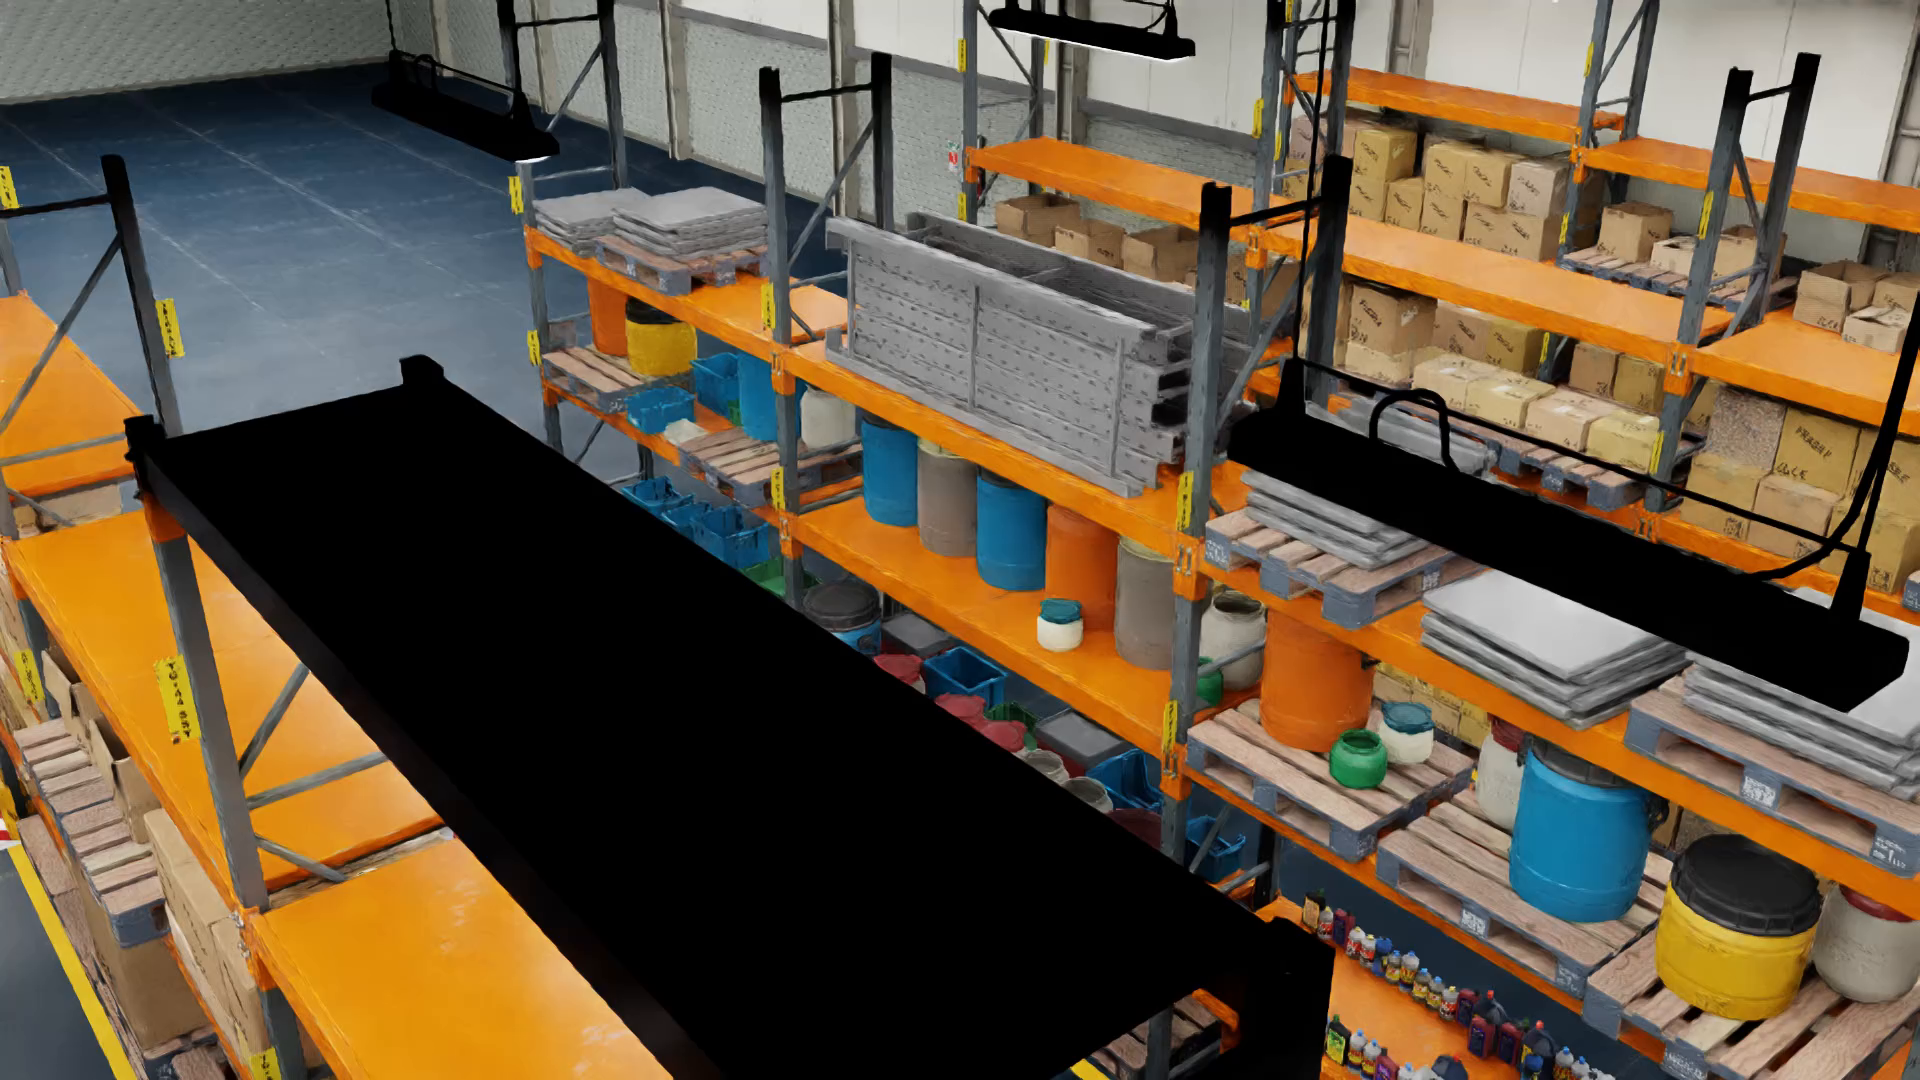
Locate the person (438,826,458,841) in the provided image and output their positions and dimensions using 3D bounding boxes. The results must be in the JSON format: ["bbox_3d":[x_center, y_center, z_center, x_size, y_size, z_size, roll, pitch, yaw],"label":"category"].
[{"bbox_3d":[-3.600,2.327,11.461,0.553,1.707,1.103,-17,31,-31],"label":"person"}]

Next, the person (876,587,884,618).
[{"bbox_3d":[-0.507,0.029,16.345,0.794,1.612,0.643,16,30,30],"label":"person"}]
